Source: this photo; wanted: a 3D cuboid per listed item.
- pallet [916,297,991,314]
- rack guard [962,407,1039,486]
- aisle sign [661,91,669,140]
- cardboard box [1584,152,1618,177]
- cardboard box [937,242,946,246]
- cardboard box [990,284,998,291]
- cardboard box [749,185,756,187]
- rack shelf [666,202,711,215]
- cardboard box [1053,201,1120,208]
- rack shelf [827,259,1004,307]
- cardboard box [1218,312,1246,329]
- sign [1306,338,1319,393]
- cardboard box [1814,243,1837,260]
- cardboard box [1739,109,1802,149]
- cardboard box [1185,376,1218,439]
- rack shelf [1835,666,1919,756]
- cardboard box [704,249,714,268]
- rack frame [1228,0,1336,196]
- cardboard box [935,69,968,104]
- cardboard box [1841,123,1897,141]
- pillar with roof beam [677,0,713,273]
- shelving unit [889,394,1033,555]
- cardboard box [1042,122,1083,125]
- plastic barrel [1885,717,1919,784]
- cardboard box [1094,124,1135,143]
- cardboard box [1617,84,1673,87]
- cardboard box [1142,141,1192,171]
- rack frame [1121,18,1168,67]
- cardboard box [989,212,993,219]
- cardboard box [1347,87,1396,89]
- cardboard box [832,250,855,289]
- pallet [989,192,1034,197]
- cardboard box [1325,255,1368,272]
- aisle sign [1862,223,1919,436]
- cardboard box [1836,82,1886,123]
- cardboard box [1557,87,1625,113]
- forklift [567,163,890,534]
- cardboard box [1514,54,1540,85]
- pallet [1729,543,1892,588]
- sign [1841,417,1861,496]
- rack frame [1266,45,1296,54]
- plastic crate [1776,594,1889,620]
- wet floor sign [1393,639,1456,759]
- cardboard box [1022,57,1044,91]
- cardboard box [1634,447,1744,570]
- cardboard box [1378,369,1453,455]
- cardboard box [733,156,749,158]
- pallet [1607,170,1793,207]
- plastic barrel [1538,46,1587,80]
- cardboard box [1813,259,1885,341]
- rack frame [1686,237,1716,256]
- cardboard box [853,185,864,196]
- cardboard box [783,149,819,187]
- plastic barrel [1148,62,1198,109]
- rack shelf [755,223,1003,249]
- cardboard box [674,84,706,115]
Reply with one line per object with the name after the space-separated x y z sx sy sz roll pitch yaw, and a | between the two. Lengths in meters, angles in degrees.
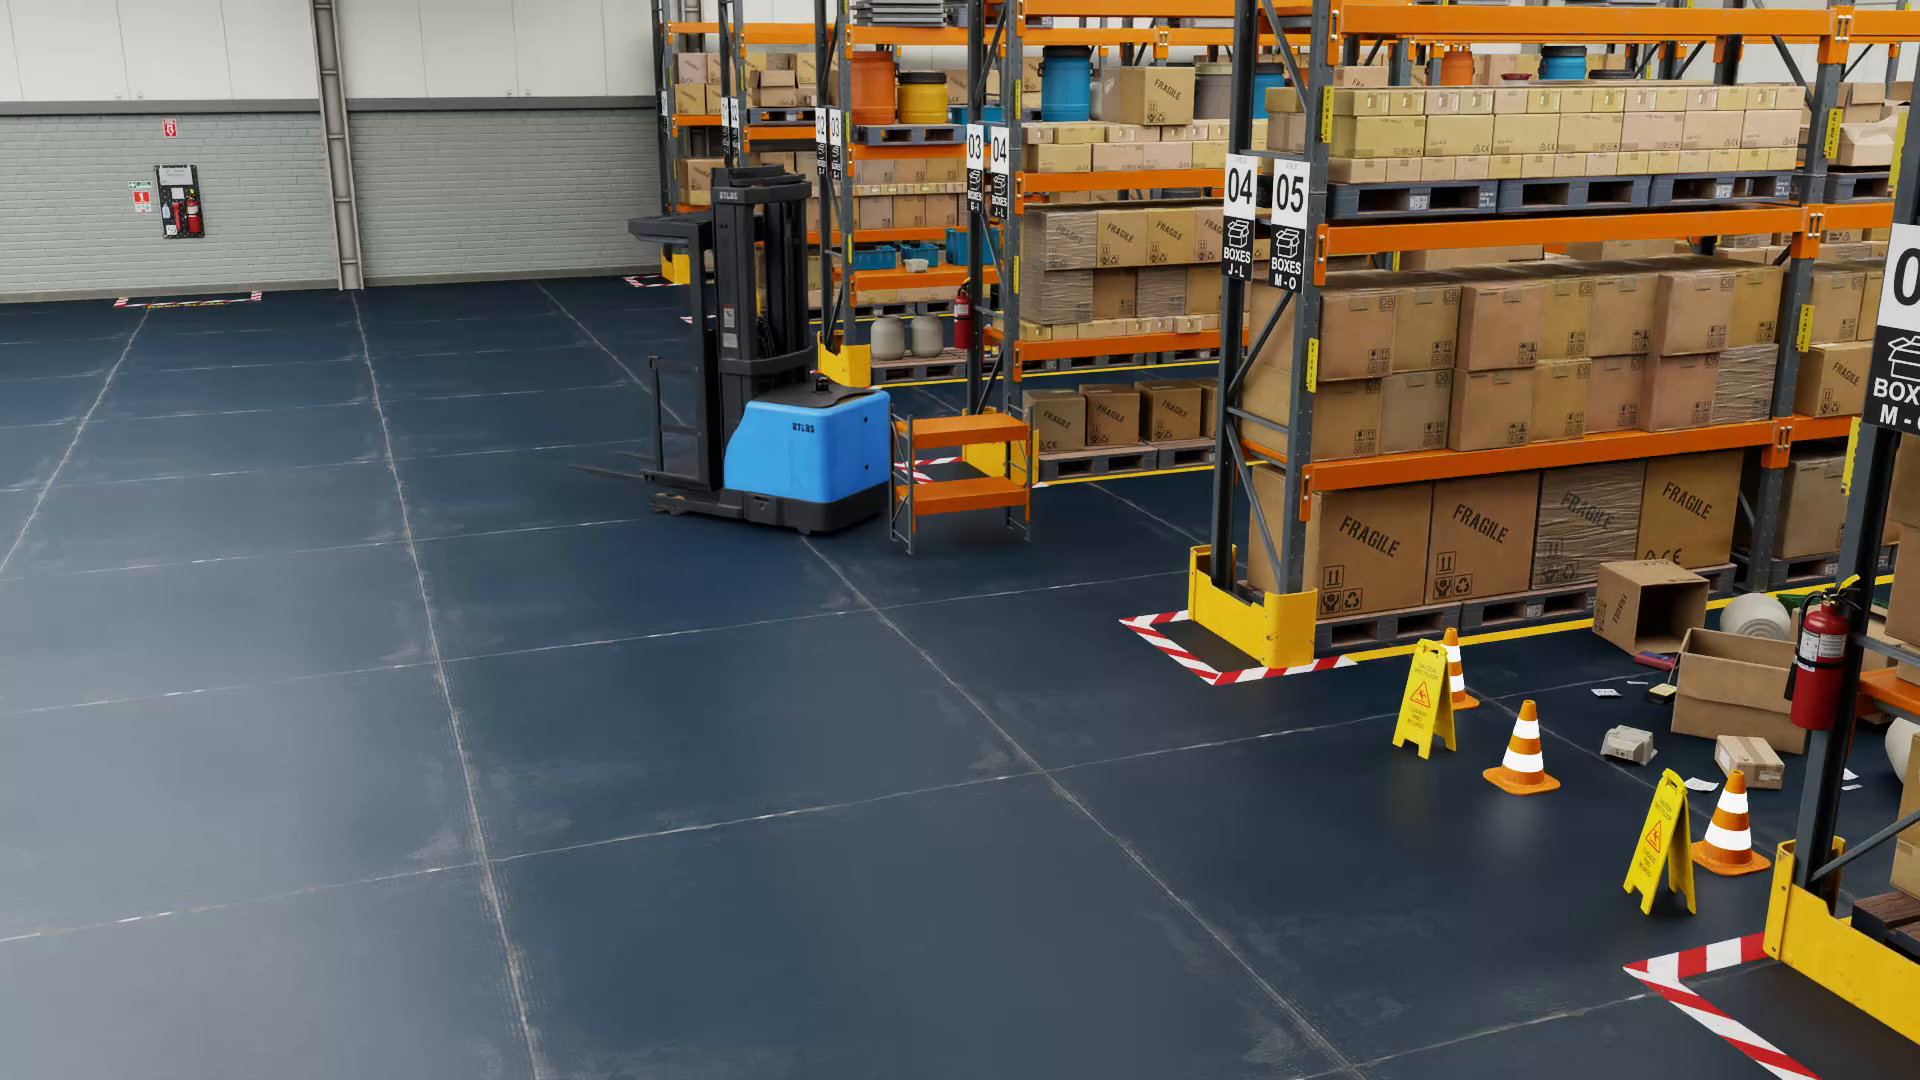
-0.261 -3.691 25.791 1.213 0.211 1.003 -6 17 -20 | pallet
0.374 -0.896 15.762 0.348 0.500 1.175 -6 17 -20 | rack guard
-4.974 -7.159 28.038 0.004 0.787 0.394 -6 17 -20 | aisle sign
4.068 -2.469 10.882 0.250 0.149 0.380 -6 17 -20 | cardboard box
-0.048 -4.375 25.978 0.500 0.500 0.500 -6 17 -20 | cardboard box
0.780 -4.098 26.364 0.500 0.250 0.500 -6 18 -21 | cardboard box
-2.950 -5.142 24.457 0.250 0.149 0.380 -6 18 -21 | cardboard box
-3.147 -5.854 29.486 4.000 0.370 1.077 -6 17 -20 | rack shelf
1.193 -2.931 15.774 0.500 0.500 0.500 -6 17 -20 | cardboard box
0.398 -3.247 20.610 4.000 0.370 1.077 -6 17 -20 | rack shelf
2.536 -2.124 15.954 0.250 0.149 0.380 -6 17 -20 | cardboard box
2.176 -1.079 10.273 0.005 0.325 0.100 -6 17 -20 | sign
9.282 -3.025 18.398 0.500 0.500 0.500 -6 18 -21 | cardboard box
5.351 -2.818 11.363 0.500 0.250 0.500 -6 18 -21 | cardboard box
2.566 -1.320 16.462 0.500 0.500 0.500 -8 18 -25 | cardboard box
5.716 0.663 7.293 4.000 0.370 1.077 -6 17 -20 | rack shelf
-4.336 -4.965 29.172 0.500 0.311 0.500 -8 18 -26 | cardboard box
1.983 -3.651 10.060 0.127 3.000 1.000 -6 17 -20 | rack frame
-0.068 -6.872 25.182 0.500 0.500 0.500 -5 17 -16 | cardboard box
6.793 -2.975 12.425 0.500 0.250 0.500 -6 18 -21 | cardboard box
-3.130 -8.041 25.011 0.400 9.000 9.100 -6 17 -20 | pillar with roof beam
0.006 -0.540 13.442 1.048 1.125 0.538 -6 17 -20 | shelving unit
0.952 -3.808 15.478 0.250 0.149 0.380 -7 18 -22 | cardboard box
5.236 1.149 8.934 0.421 0.421 0.512 6 17 18 | plastic barrel
1.391 -3.680 15.043 0.250 0.149 0.380 -5 17 -18 | cardboard box
4.783 -3.128 11.710 0.250 0.149 0.380 -6 18 -21 | cardboard box
1.789 -3.538 15.265 0.500 0.250 0.500 -6 17 -20 | cardboard box
2.266 -6.673 20.350 0.127 3.000 1.000 -6 17 -20 | rack frame
0.297 -5.950 30.859 0.500 0.250 0.500 -7 18 -22 | cardboard box
2.649 -2.897 10.924 0.250 0.149 0.380 -6 17 -19 | cardboard box
-1.730 -4.037 24.825 0.500 0.500 0.500 -6 17 -20 | cardboard box
0.622 -6.502 30.755 1.213 0.211 1.003 -6 17 -20 | pallet
3.596 -2.653 16.602 0.500 0.500 0.875 -6 17 -20 | cardboard box
3.687 -0.798 6.377 0.004 0.787 0.394 -6 17 -20 | aisle sign
9.673 -4.796 18.355 0.637 0.503 0.797 -6 18 -21 | cardboard box
4.073 -2.853 10.773 0.250 0.149 0.380 -6 17 -19 | cardboard box
-2.108 -1.738 14.314 3.031 2.935 1.130 9 19 29 | forklift
9.390 -7.995 28.226 0.500 0.500 0.700 -6 17 -20 | cardboard box
6.412 0.065 13.004 1.213 0.211 1.003 -6 17 -20 | pallet
3.669 -0.336 6.801 0.005 0.325 0.100 -6 17 -20 | sign
6.191 -10.086 31.972 0.127 3.000 1.000 -6 17 -20 | rack frame
6.025 0.508 11.433 0.662 0.188 0.450 3 7 9 | plastic crate
2.665 0.881 9.453 0.232 0.644 0.267 -10 19 -30 | wet floor sign
1.087 -7.078 25.244 0.500 0.500 0.500 -6 17 -19 | cardboard box
5.106 -0.313 12.366 0.875 0.875 0.875 -6 17 -19 | cardboard box
2.819 -0.955 11.260 0.550 0.550 0.875 -6 17 -20 | cardboard box
-3.696 -6.500 29.308 0.500 0.500 0.500 -7 18 -22 | cardboard box
4.951 -2.493 11.597 1.213 0.211 1.003 -6 17 -20 | pallet
8.197 -6.270 22.666 0.708 0.901 0.600 -6 17 -20 | plastic barrel
6.659 -1.808 12.478 0.500 0.500 0.700 -6 18 -21 | cardboard box
7.773 -2.894 18.130 0.127 3.000 1.000 -6 17 -20 | rack frame
-1.593 -5.167 24.541 0.250 0.149 0.380 -6 18 -21 | cardboard box
-2.259 -5.468 24.416 0.500 0.500 0.700 -7 18 -22 | cardboard box
2.663 -5.582 21.071 0.708 0.901 0.600 -6 17 -20 | plastic barrel
-1.371 -4.551 25.049 4.000 0.370 1.077 -6 17 -20 | rack shelf
-4.613 -7.462 28.149 0.500 0.500 0.500 -6 17 -19 | cardboard box
